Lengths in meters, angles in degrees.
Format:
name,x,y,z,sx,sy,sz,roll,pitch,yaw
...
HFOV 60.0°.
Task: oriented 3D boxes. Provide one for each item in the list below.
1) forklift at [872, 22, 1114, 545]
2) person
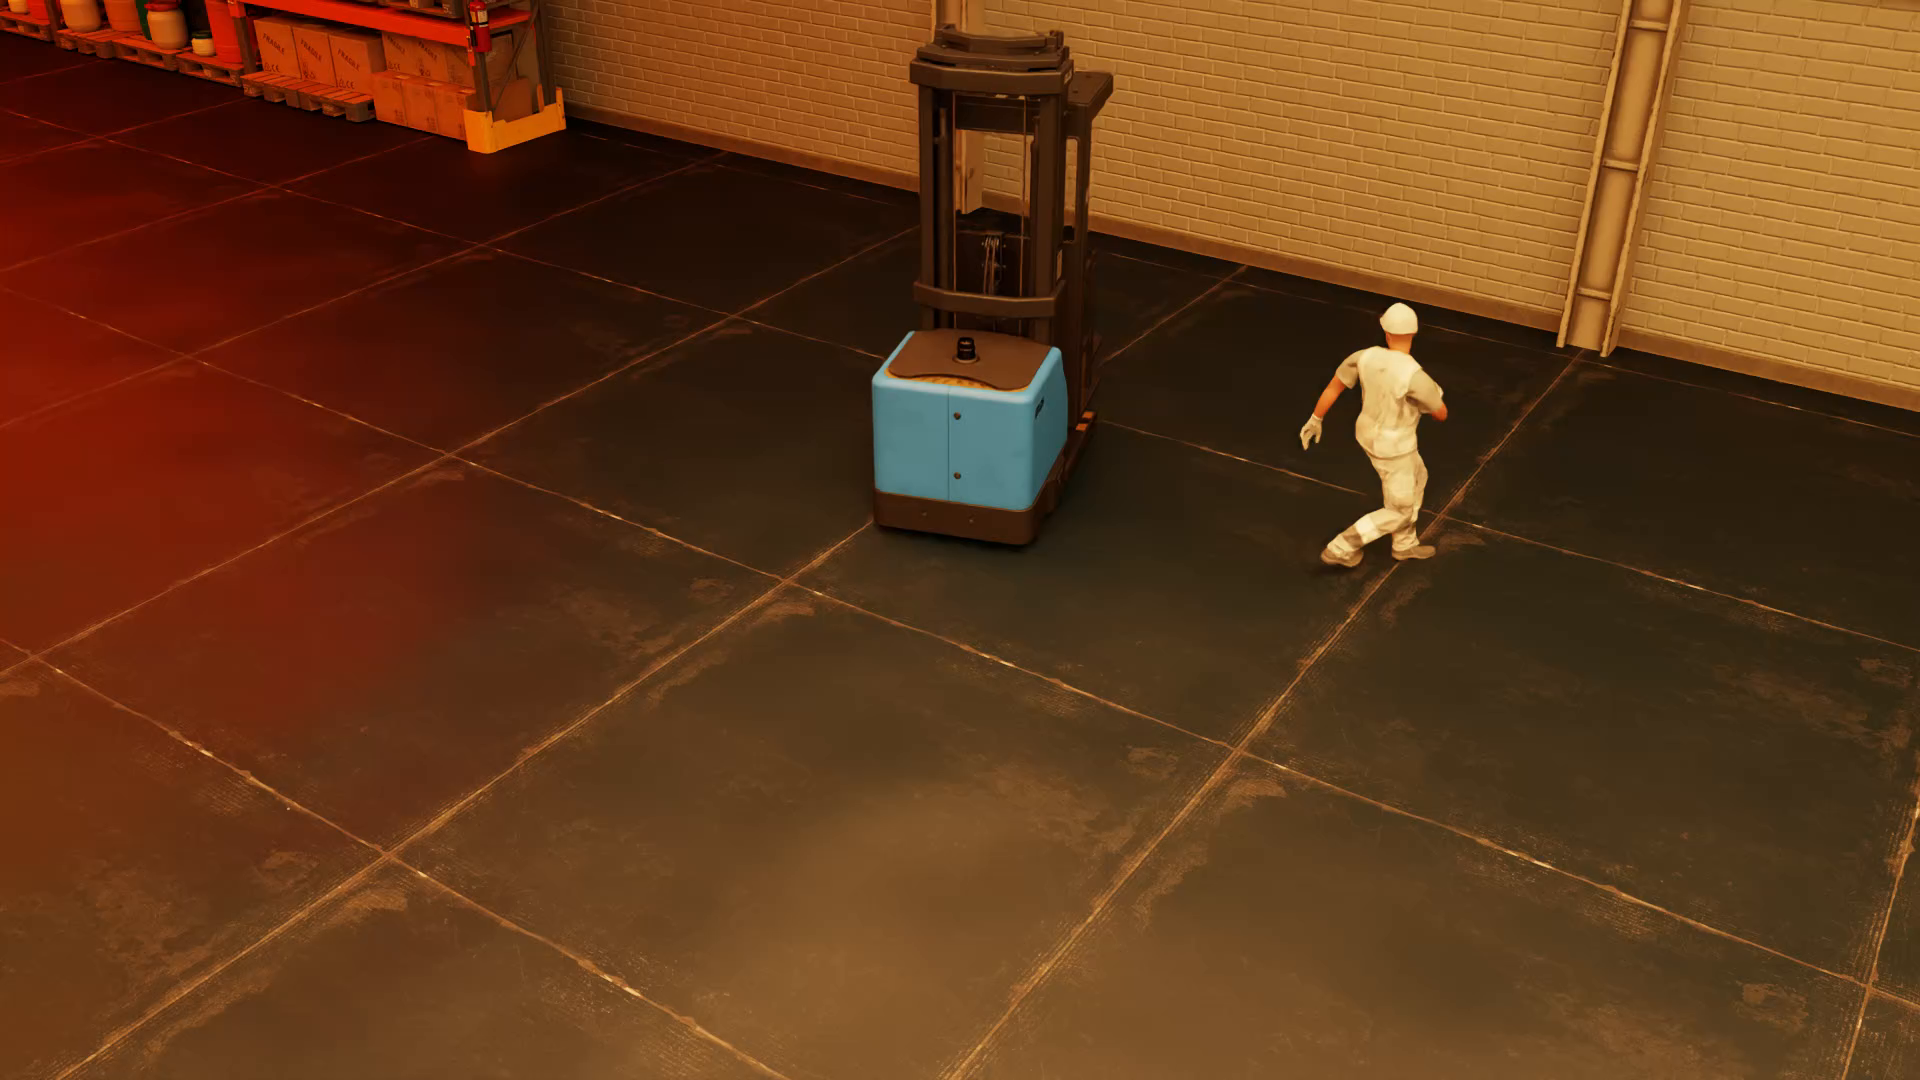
name,x,y,z,sx,sy,sz,roll,pitch,yaw
forklift,0.347,-1.965,10.965,1.130,2.935,3.031,8,31,14
person,2.532,-0.594,9.862,0.895,1.697,0.583,-8,31,-14
